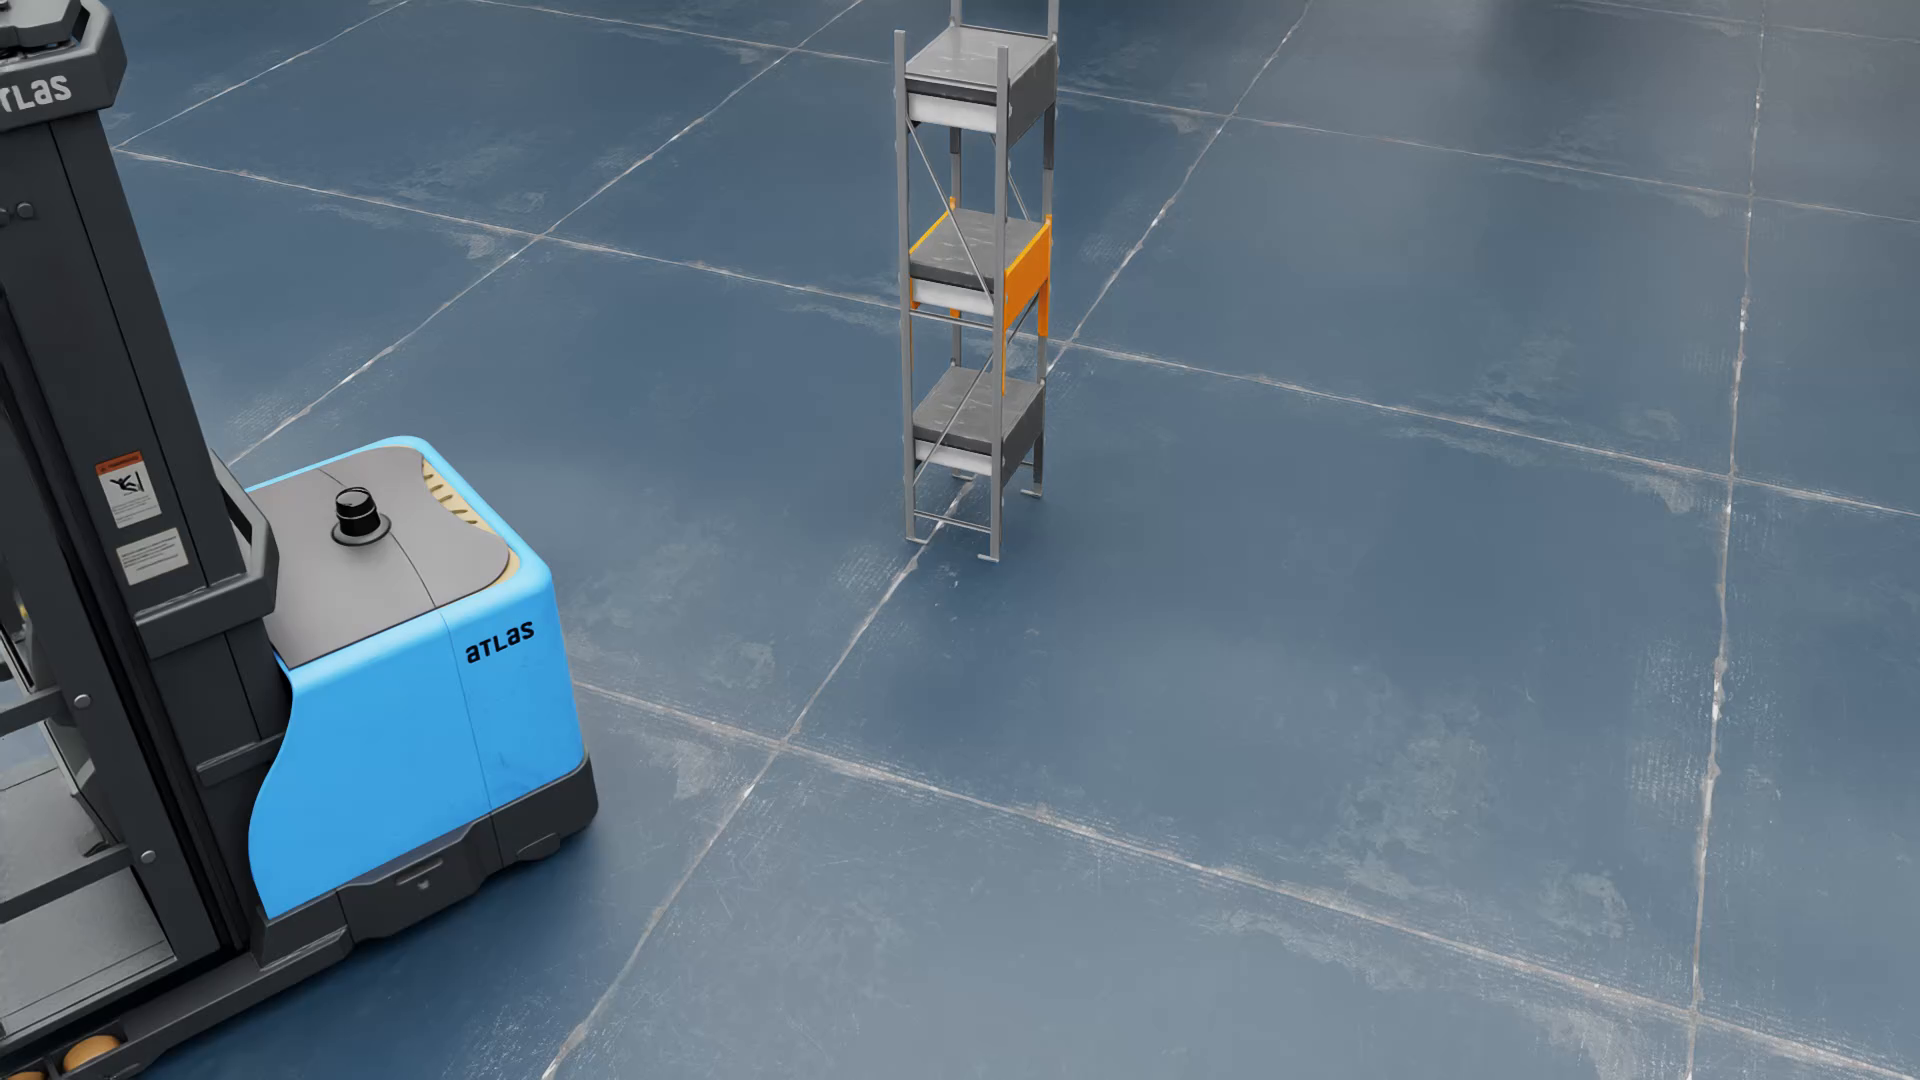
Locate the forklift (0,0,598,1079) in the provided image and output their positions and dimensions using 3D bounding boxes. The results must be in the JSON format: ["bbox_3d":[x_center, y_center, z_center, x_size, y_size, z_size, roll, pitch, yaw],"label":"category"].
[{"bbox_3d":[-2.656,0.094,4.175,3.031,2.935,1.130,-25,44,-30],"label":"forklift"}]

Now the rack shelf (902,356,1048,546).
[{"bbox_3d":[0.063,-0.361,6.671,0.431,0.518,0.480,14,39,18],"label":"rack shelf"}]

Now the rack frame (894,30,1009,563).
[{"bbox_3d":[-0.030,-0.798,6.063,0.400,2.100,0.015,14,39,18],"label":"rack frame"}]

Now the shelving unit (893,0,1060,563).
[{"bbox_3d":[0.063,-0.933,6.244,0.431,2.100,0.503,14,39,18],"label":"shelving unit"}]

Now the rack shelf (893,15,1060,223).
[{"bbox_3d":[0.063,-1.482,5.833,0.431,0.518,0.480,14,39,18],"label":"rack shelf"}]

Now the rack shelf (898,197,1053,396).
[{"bbox_3d":[0.063,-0.922,6.252,0.431,0.518,0.480,14,39,18],"label":"rack shelf"}]

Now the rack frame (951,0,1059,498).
[{"bbox_3d":[0.156,-1.068,6.425,0.400,2.100,0.015,14,39,18],"label":"rack frame"}]
